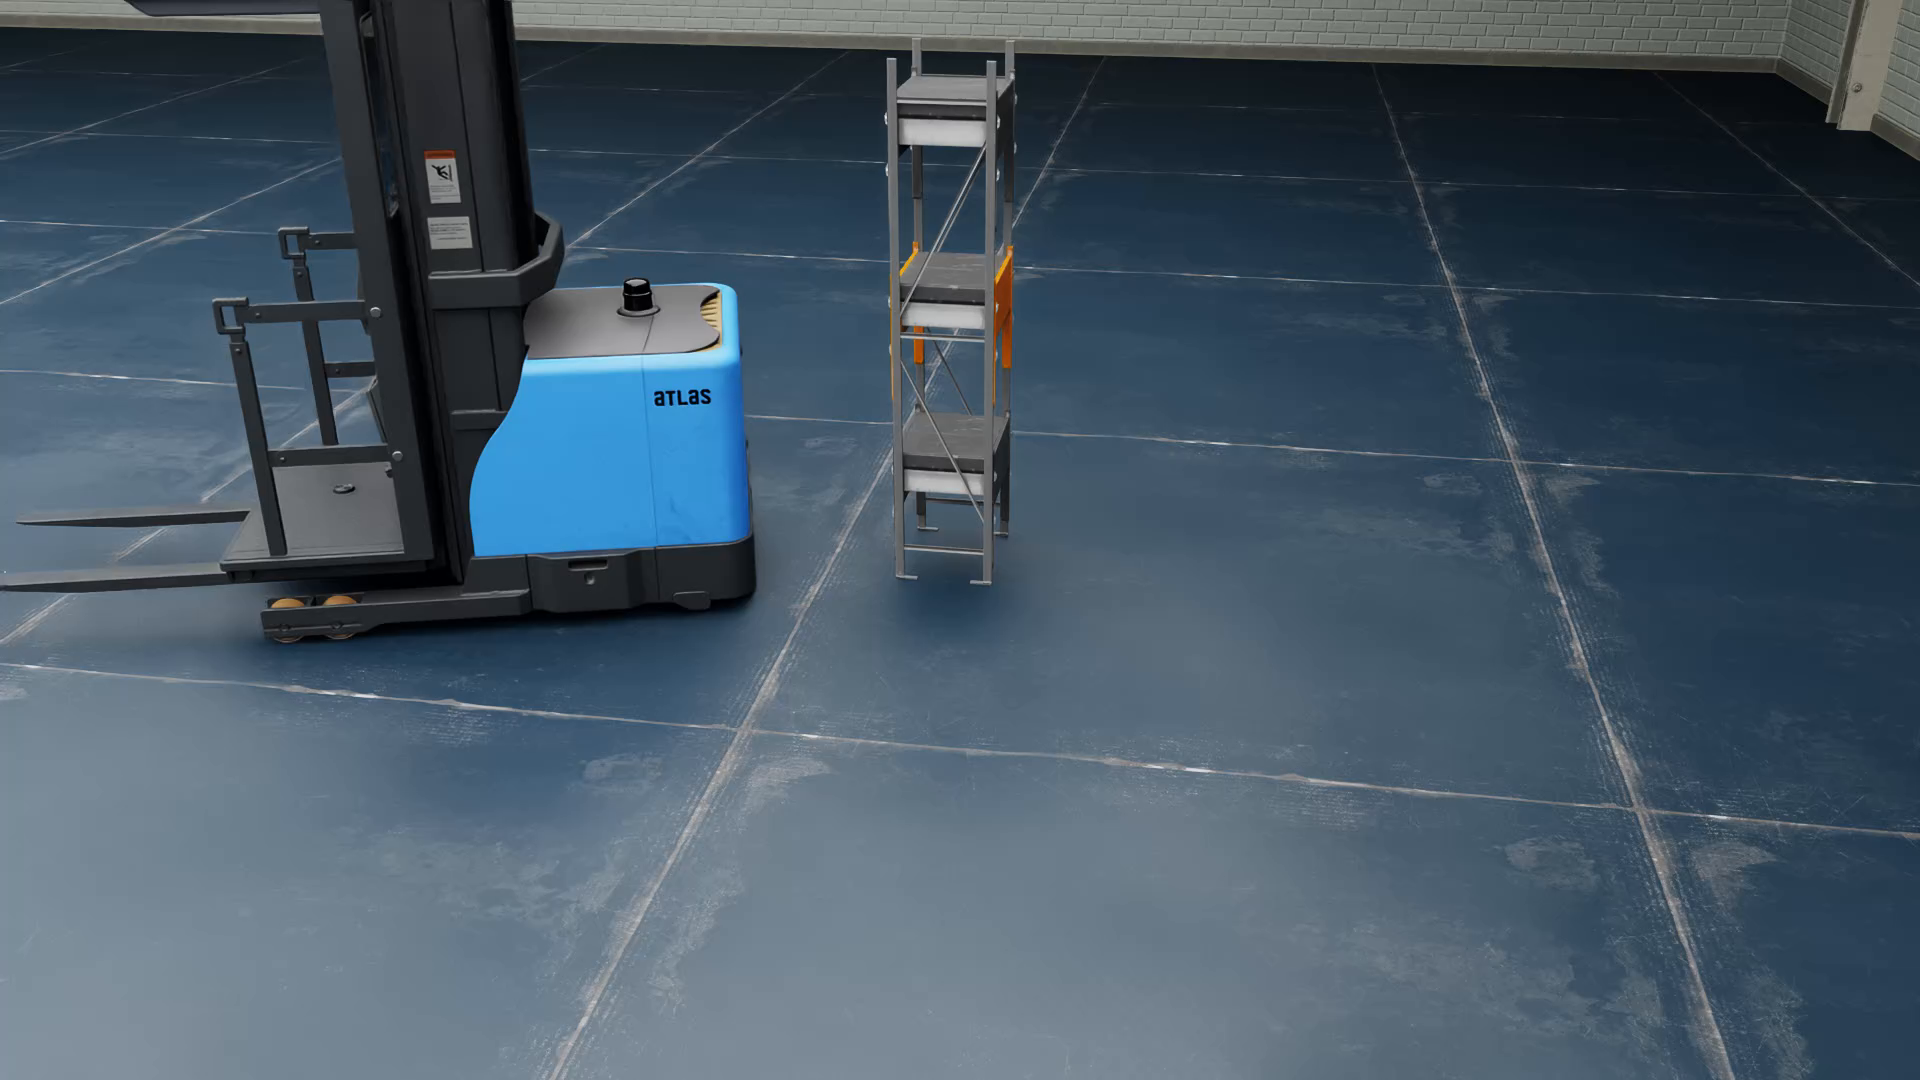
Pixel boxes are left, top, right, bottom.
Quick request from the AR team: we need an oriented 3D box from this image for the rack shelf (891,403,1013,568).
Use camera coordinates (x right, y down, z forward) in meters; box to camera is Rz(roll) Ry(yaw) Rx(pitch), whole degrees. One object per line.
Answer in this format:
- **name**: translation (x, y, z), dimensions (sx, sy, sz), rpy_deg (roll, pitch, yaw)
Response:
- **rack shelf**: translation (-0.027, -0.235, 6.959), dimensions (0.431, 0.518, 0.480), rpy_deg (4, 25, 9)

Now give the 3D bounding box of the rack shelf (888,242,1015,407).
- **rack shelf**: translation (-0.027, -0.869, 6.663), dimensions (0.431, 0.518, 0.480), rpy_deg (4, 25, 9)

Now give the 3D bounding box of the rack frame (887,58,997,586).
- **rack frame**: translation (-0.067, -0.780, 6.439), dimensions (0.400, 2.100, 0.015), rpy_deg (4, 25, 9)

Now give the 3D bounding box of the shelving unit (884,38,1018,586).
- **shelving unit**: translation (-0.027, -0.882, 6.657), dimensions (0.431, 2.100, 0.503), rpy_deg (4, 25, 9)

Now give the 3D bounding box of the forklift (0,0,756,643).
- **forklift**: translation (-2.377, -1.171, 6.294), dimensions (3.031, 2.935, 1.130), rpy_deg (-3, 25, -7)

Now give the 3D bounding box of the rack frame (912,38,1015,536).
- **rack frame**: translation (0.013, -0.984, 6.875), dimensions (0.400, 2.100, 0.015), rpy_deg (4, 25, 9)

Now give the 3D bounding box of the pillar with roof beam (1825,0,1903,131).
- **pillar with roof beam**: translation (4.035, -8.229, 14.216), dimensions (9.100, 9.000, 0.400), rpy_deg (4, 25, 9)

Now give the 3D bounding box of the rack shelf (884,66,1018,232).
- **rack shelf**: translation (-0.027, -1.503, 6.366), dimensions (0.431, 0.518, 0.480), rpy_deg (4, 25, 9)
